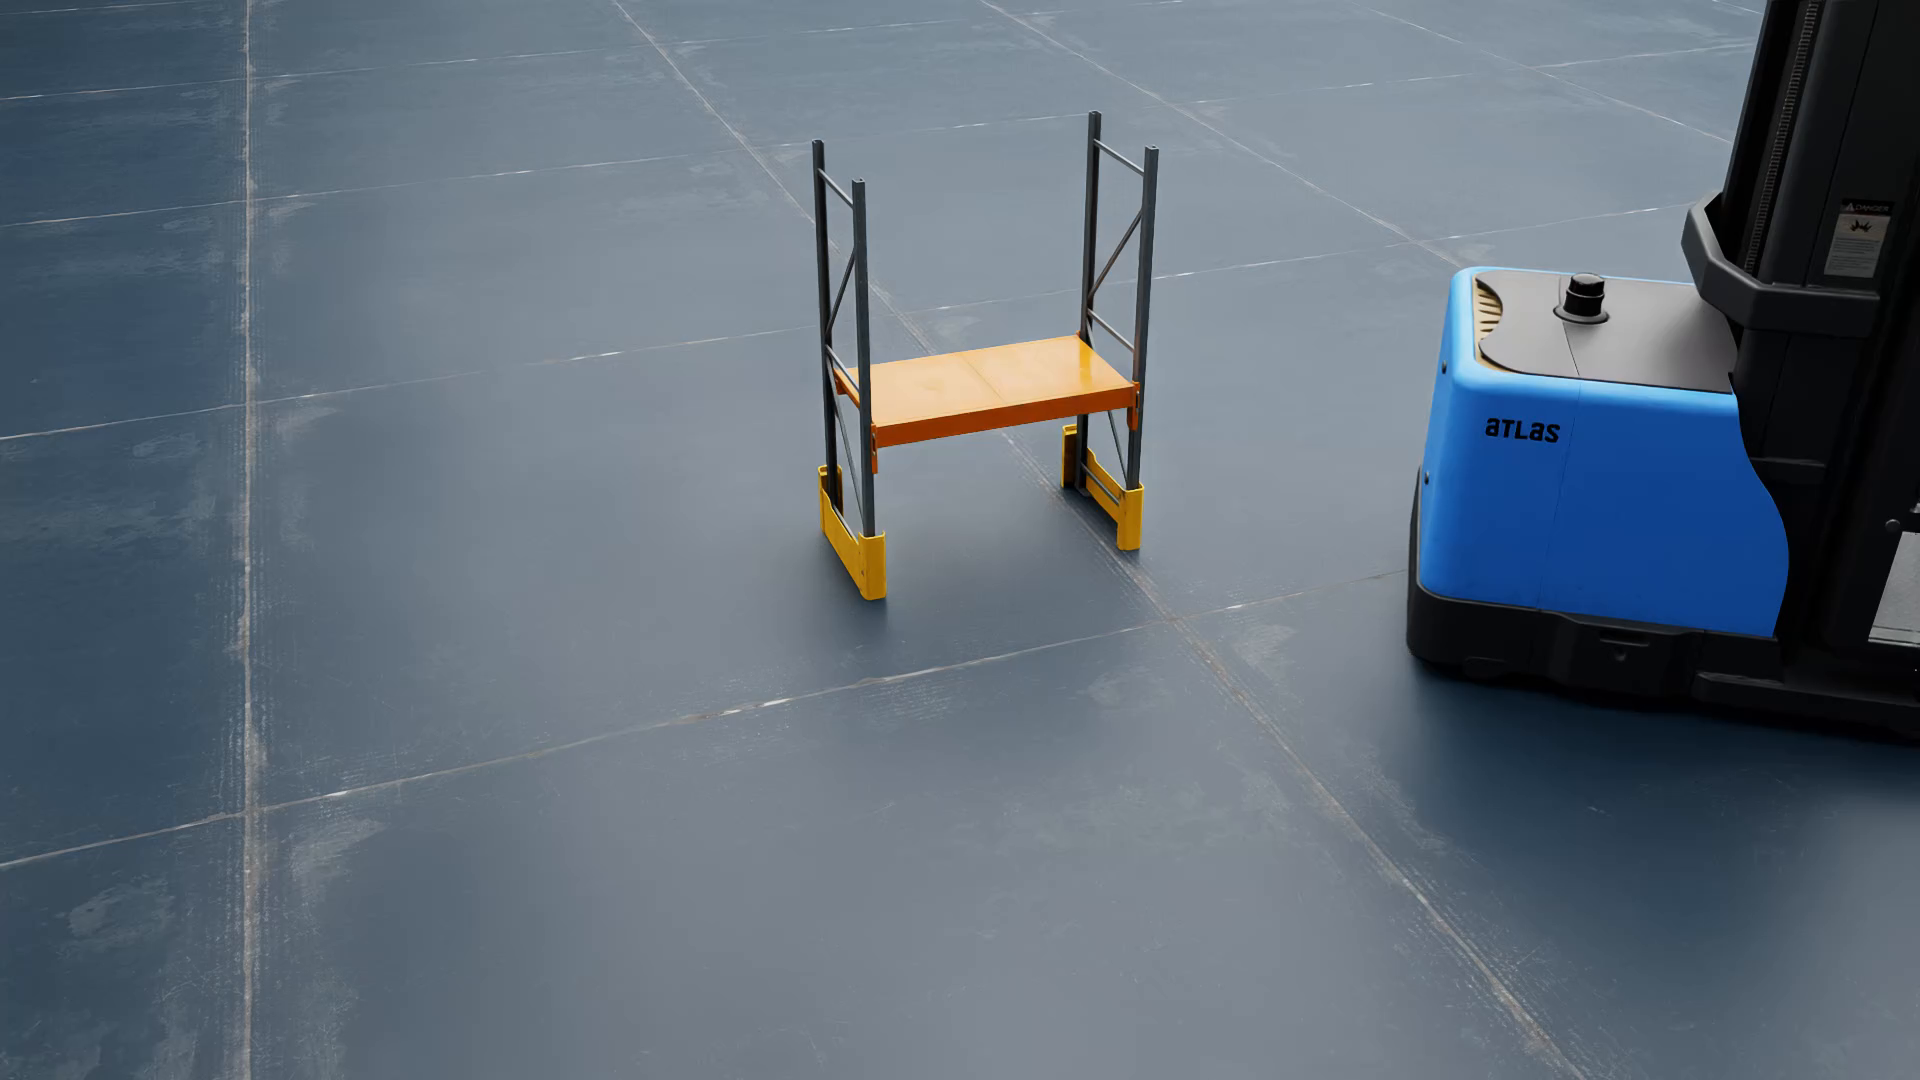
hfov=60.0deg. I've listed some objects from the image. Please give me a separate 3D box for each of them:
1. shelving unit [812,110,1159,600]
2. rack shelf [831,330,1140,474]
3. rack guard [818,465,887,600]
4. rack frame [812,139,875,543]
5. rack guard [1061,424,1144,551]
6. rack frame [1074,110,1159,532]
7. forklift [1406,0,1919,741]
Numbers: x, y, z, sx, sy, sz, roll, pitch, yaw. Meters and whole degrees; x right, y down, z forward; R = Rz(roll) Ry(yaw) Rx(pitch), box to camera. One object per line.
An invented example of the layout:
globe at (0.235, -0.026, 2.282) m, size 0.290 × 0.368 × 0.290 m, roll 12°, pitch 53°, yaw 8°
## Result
shelving unit at (0.071, -0.665, 5.902) m, size 1.083 × 1.500 × 0.587 m, roll -10°, pitch 31°, yaw -18°
rack shelf at (0.080, -0.510, 5.994) m, size 1.000 × 0.185 × 0.538 m, roll -10°, pitch 31°, yaw -18°
rack guard at (-0.395, -0.036, 6.060) m, size 0.087 × 0.250 × 0.587 m, roll -10°, pitch 31°, yaw -18°
rack frame at (-0.396, -0.579, 5.751) m, size 0.032 × 1.500 × 0.500 m, roll -10°, pitch 31°, yaw -18°
rack guard at (0.538, -0.208, 6.362) m, size 0.087 × 0.250 × 0.587 m, roll -10°, pitch 31°, yaw -18°
rack frame at (0.556, -0.754, 6.059) m, size 0.032 × 1.500 × 0.500 m, roll -10°, pitch 31°, yaw -18°
forklift at (3.052, -0.894, 4.858) m, size 3.031 × 2.935 × 1.130 m, roll 7°, pitch 30°, yaw 12°
